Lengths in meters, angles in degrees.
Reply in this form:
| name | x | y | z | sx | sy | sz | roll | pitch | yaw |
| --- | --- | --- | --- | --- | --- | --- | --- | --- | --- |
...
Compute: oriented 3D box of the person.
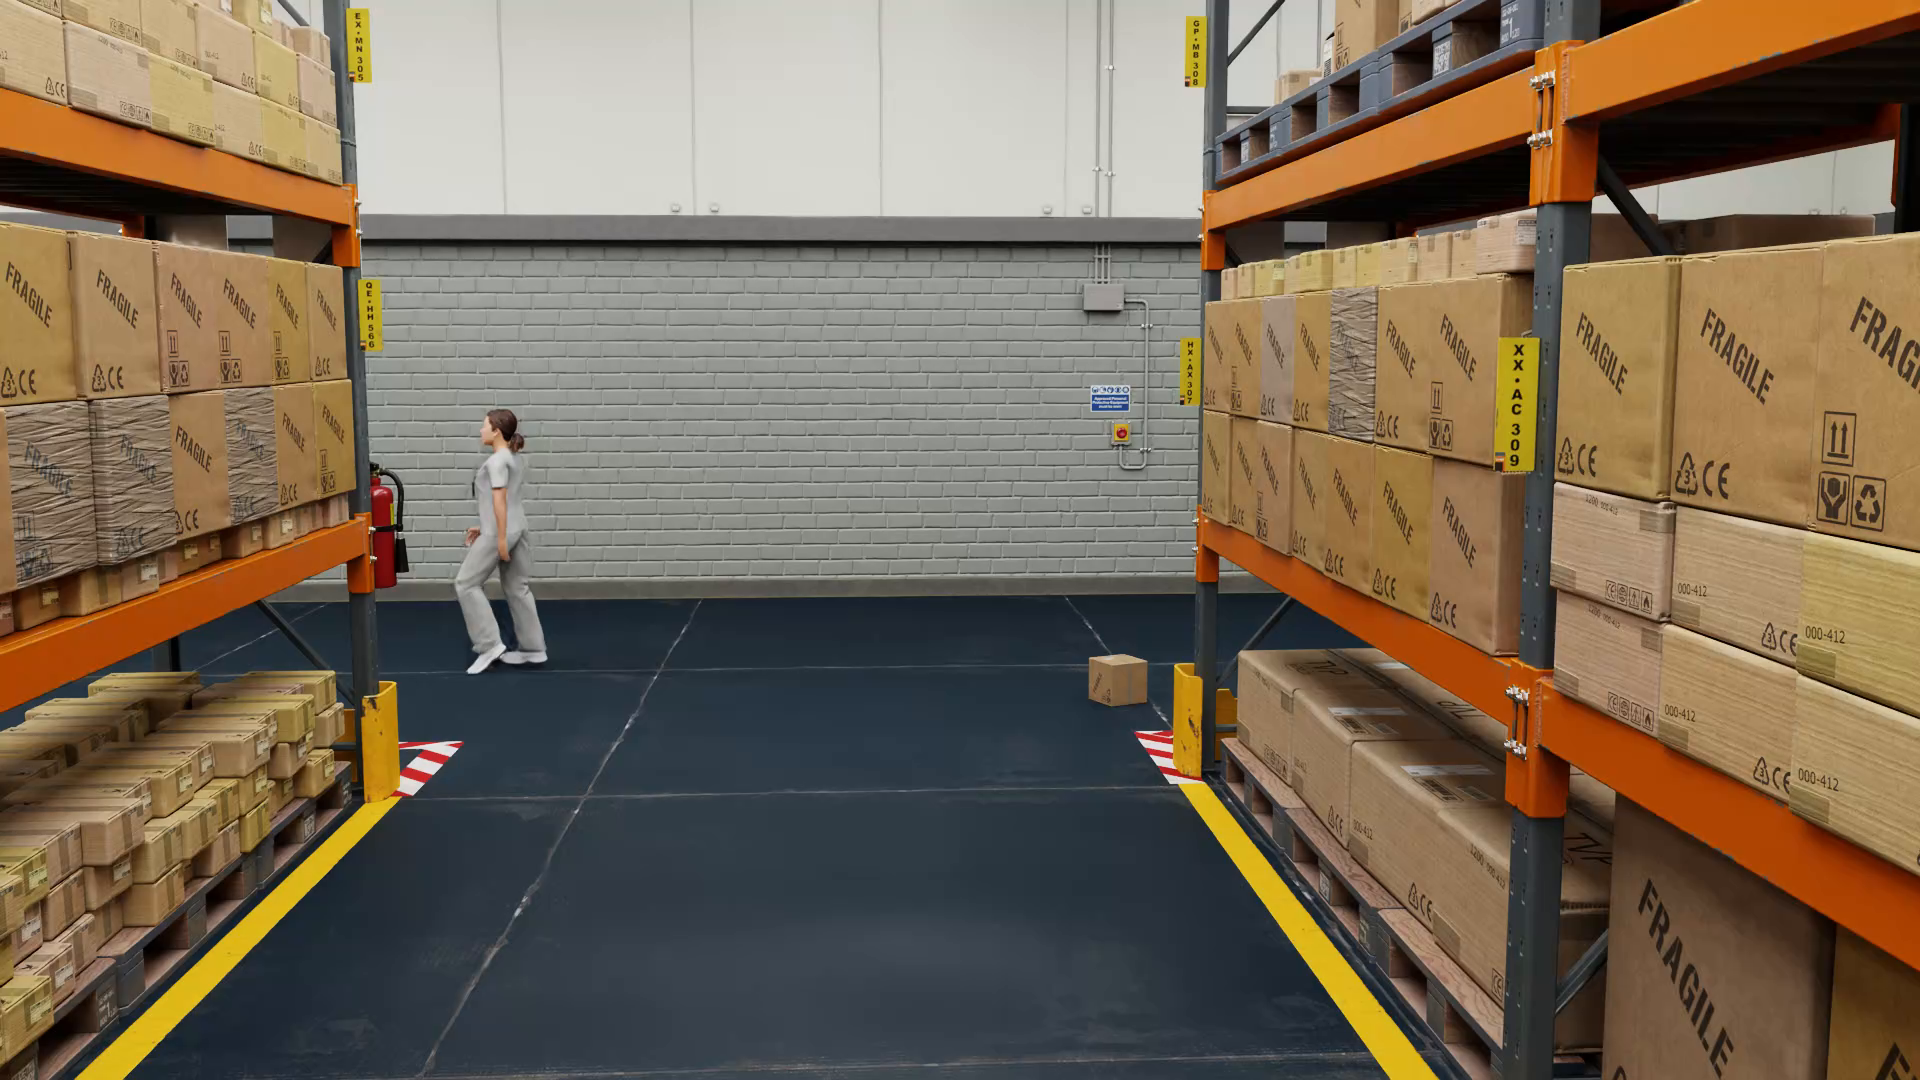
| name | x | y | z | sx | sy | sz | roll | pitch | yaw |
| --- | --- | --- | --- | --- | --- | --- | --- | --- | --- |
| person | -2.960 | 0.013 | 10.719 | 0.544 | 1.712 | 0.447 | 1 | 7 | 6 |
